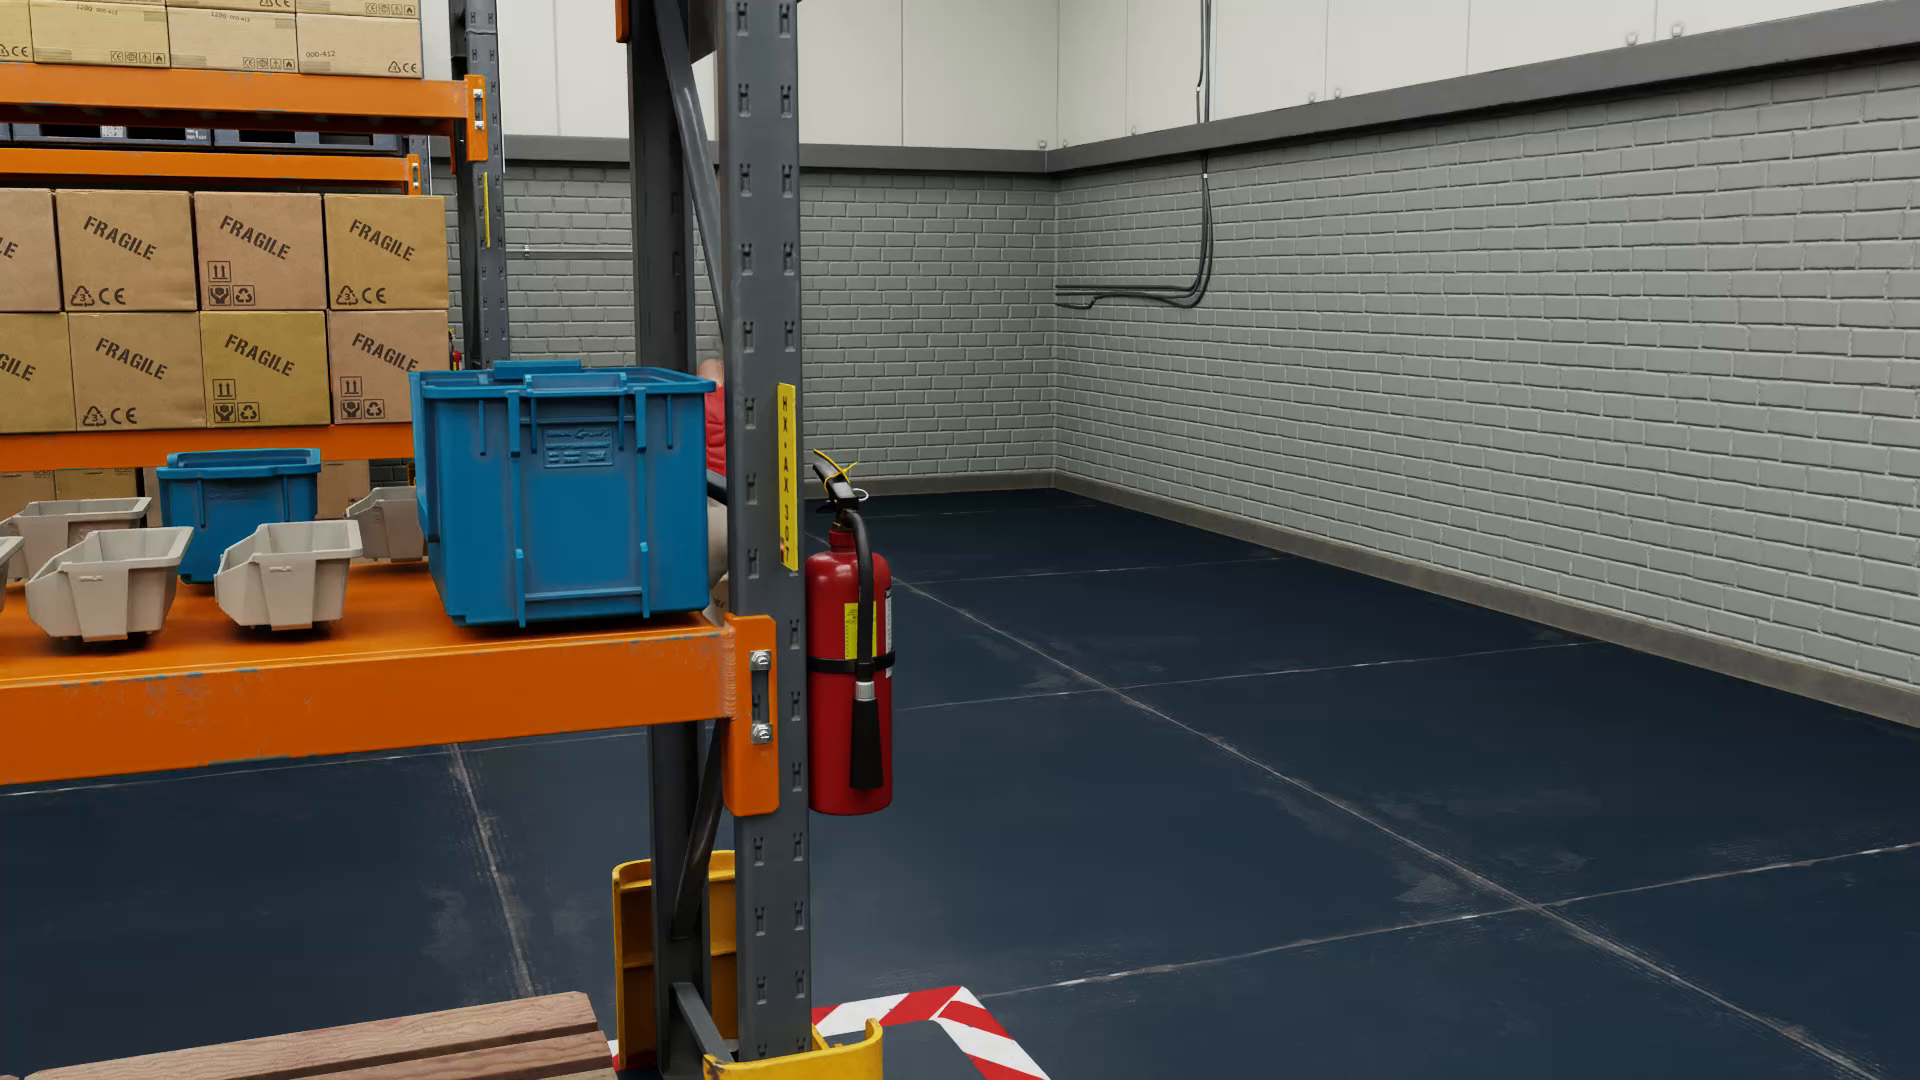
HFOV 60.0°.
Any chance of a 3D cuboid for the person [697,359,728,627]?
[{"bbox_3d":[-1.115,-0.112,7.929,0.581,1.482,0.574,-4,10,-22],"label":"person"}]
